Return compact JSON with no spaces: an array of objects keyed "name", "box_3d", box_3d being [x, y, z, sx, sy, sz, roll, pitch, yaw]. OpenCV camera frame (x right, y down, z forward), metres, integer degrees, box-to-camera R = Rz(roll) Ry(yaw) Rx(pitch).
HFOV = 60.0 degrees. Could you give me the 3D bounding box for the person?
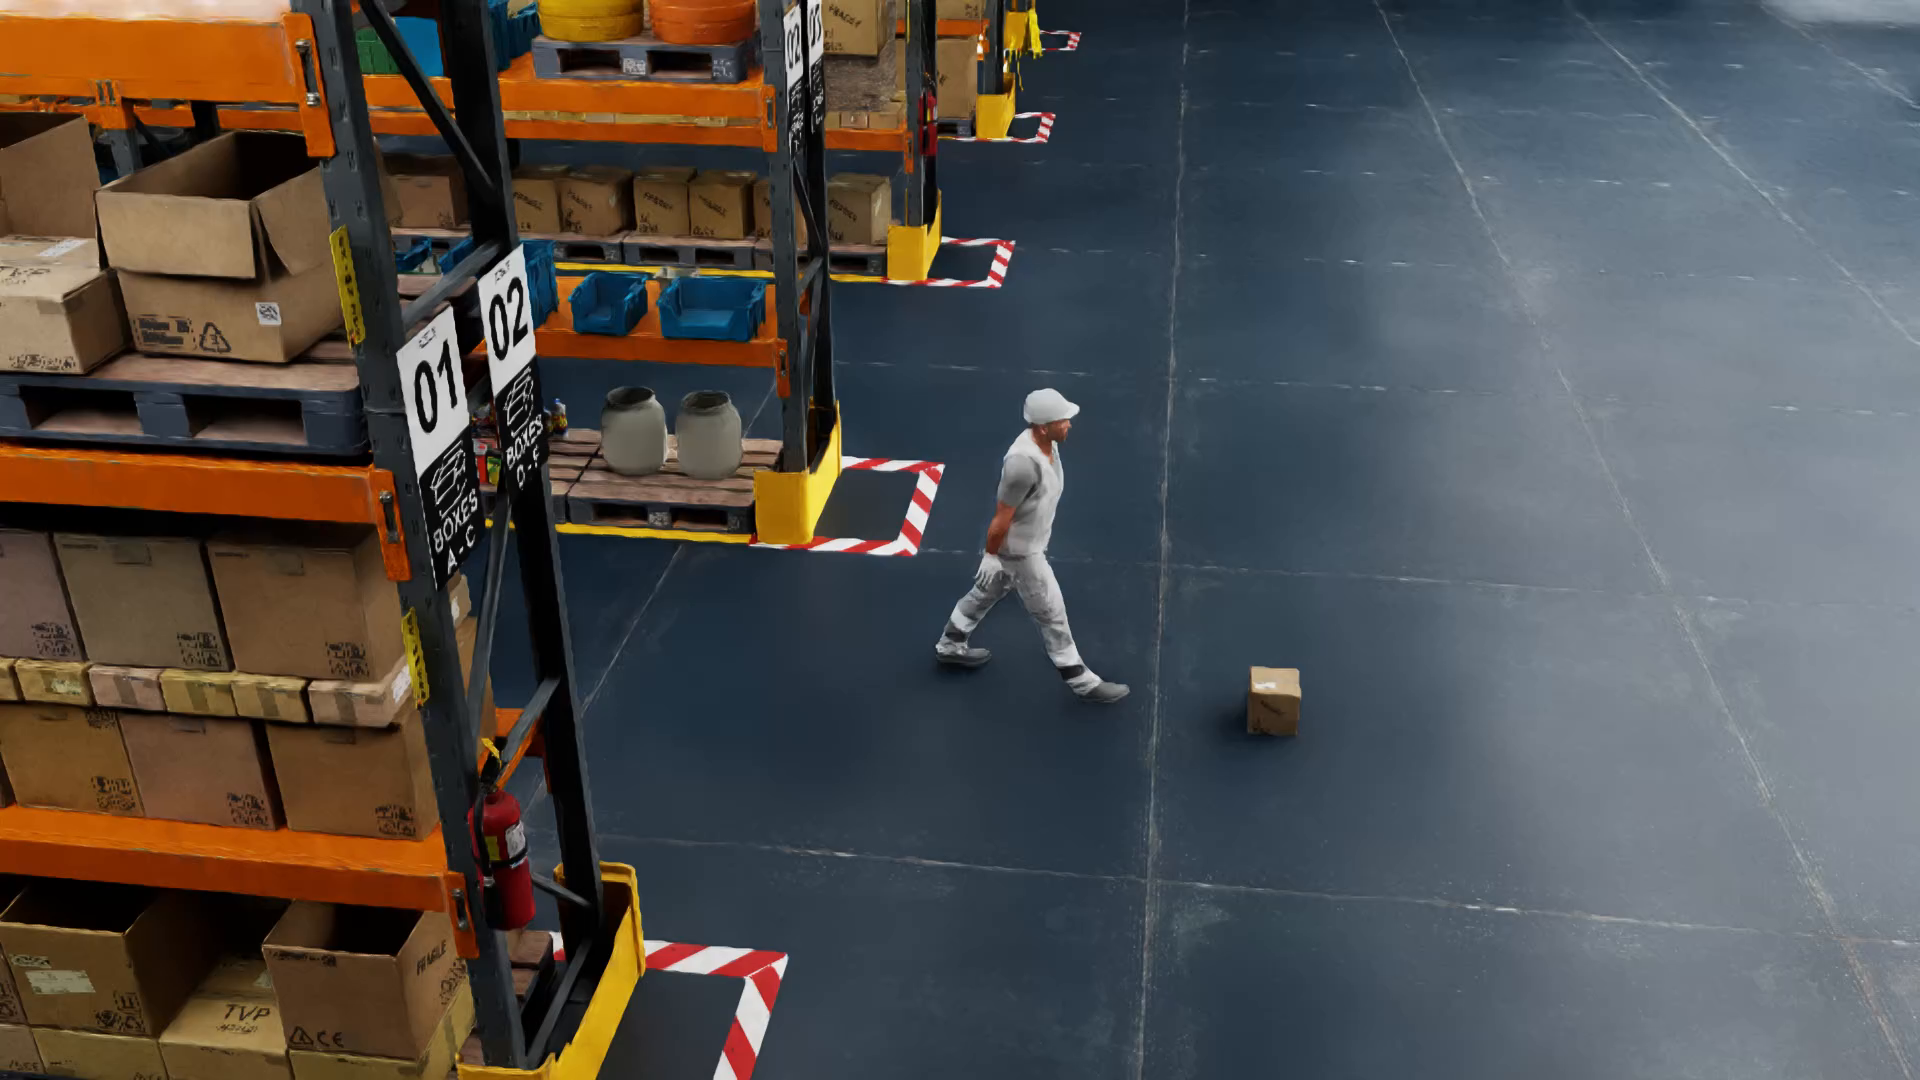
[{"name":"person","box_3d":[0.393,0.001,8.616,1.102,1.693,0.581,6,29,11]}]
